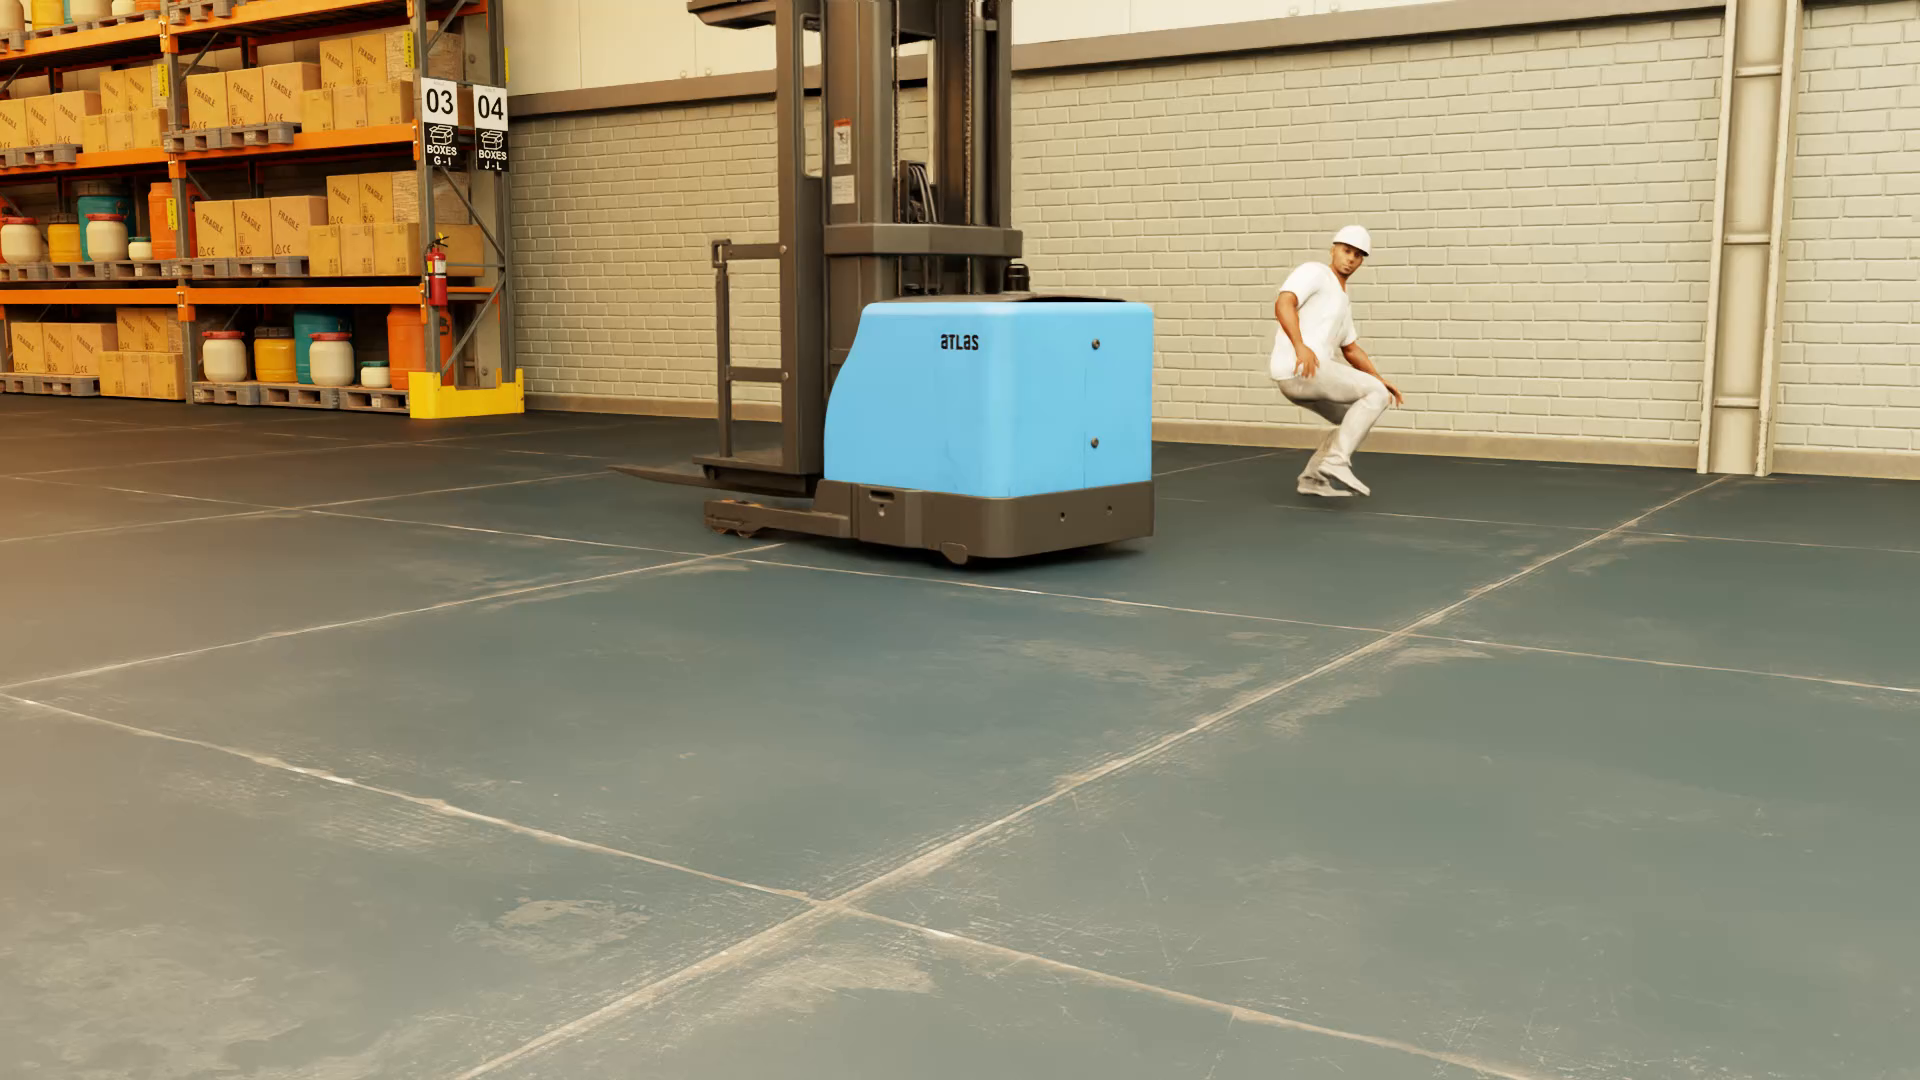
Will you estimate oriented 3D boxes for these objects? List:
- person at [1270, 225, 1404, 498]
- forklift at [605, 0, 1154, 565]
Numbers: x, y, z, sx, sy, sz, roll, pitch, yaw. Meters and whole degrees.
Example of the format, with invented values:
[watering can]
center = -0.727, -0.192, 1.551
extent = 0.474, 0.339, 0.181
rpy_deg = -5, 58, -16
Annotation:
[person]
center = 2.030, -0.928, 8.962
extent = 0.683, 1.523, 0.835
rpy_deg = 3, 8, 18
[forklift]
center = -0.557, -1.503, 7.764
extent = 3.031, 2.935, 1.130
rpy_deg = 8, 11, 44
